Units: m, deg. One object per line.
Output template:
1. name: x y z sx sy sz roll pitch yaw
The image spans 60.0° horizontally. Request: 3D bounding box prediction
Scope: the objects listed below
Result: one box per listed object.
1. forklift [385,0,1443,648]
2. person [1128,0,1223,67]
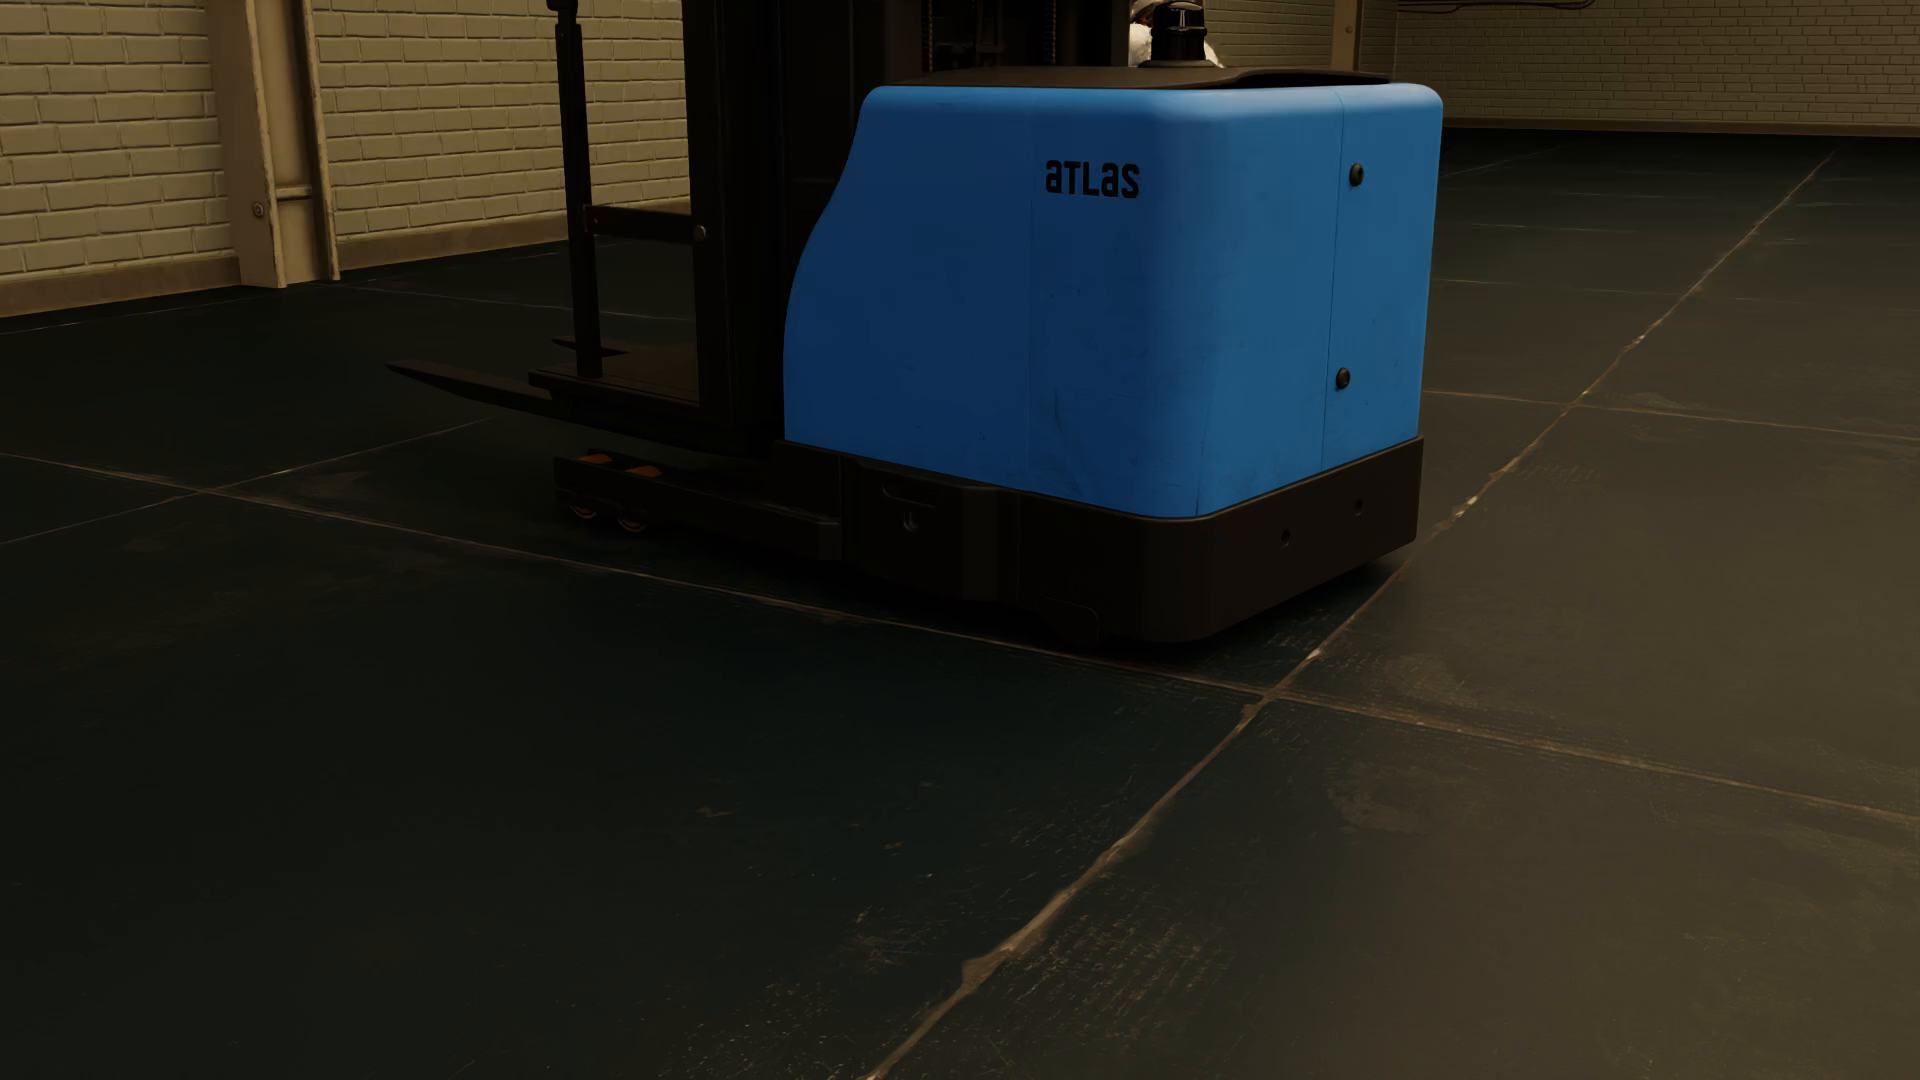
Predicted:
1. forklift: -0.396 -1.522 4.021 3.031 2.935 1.130 14 21 39
2. person: 0.552 -1.186 5.666 1.185 1.382 0.720 -4 17 -14
